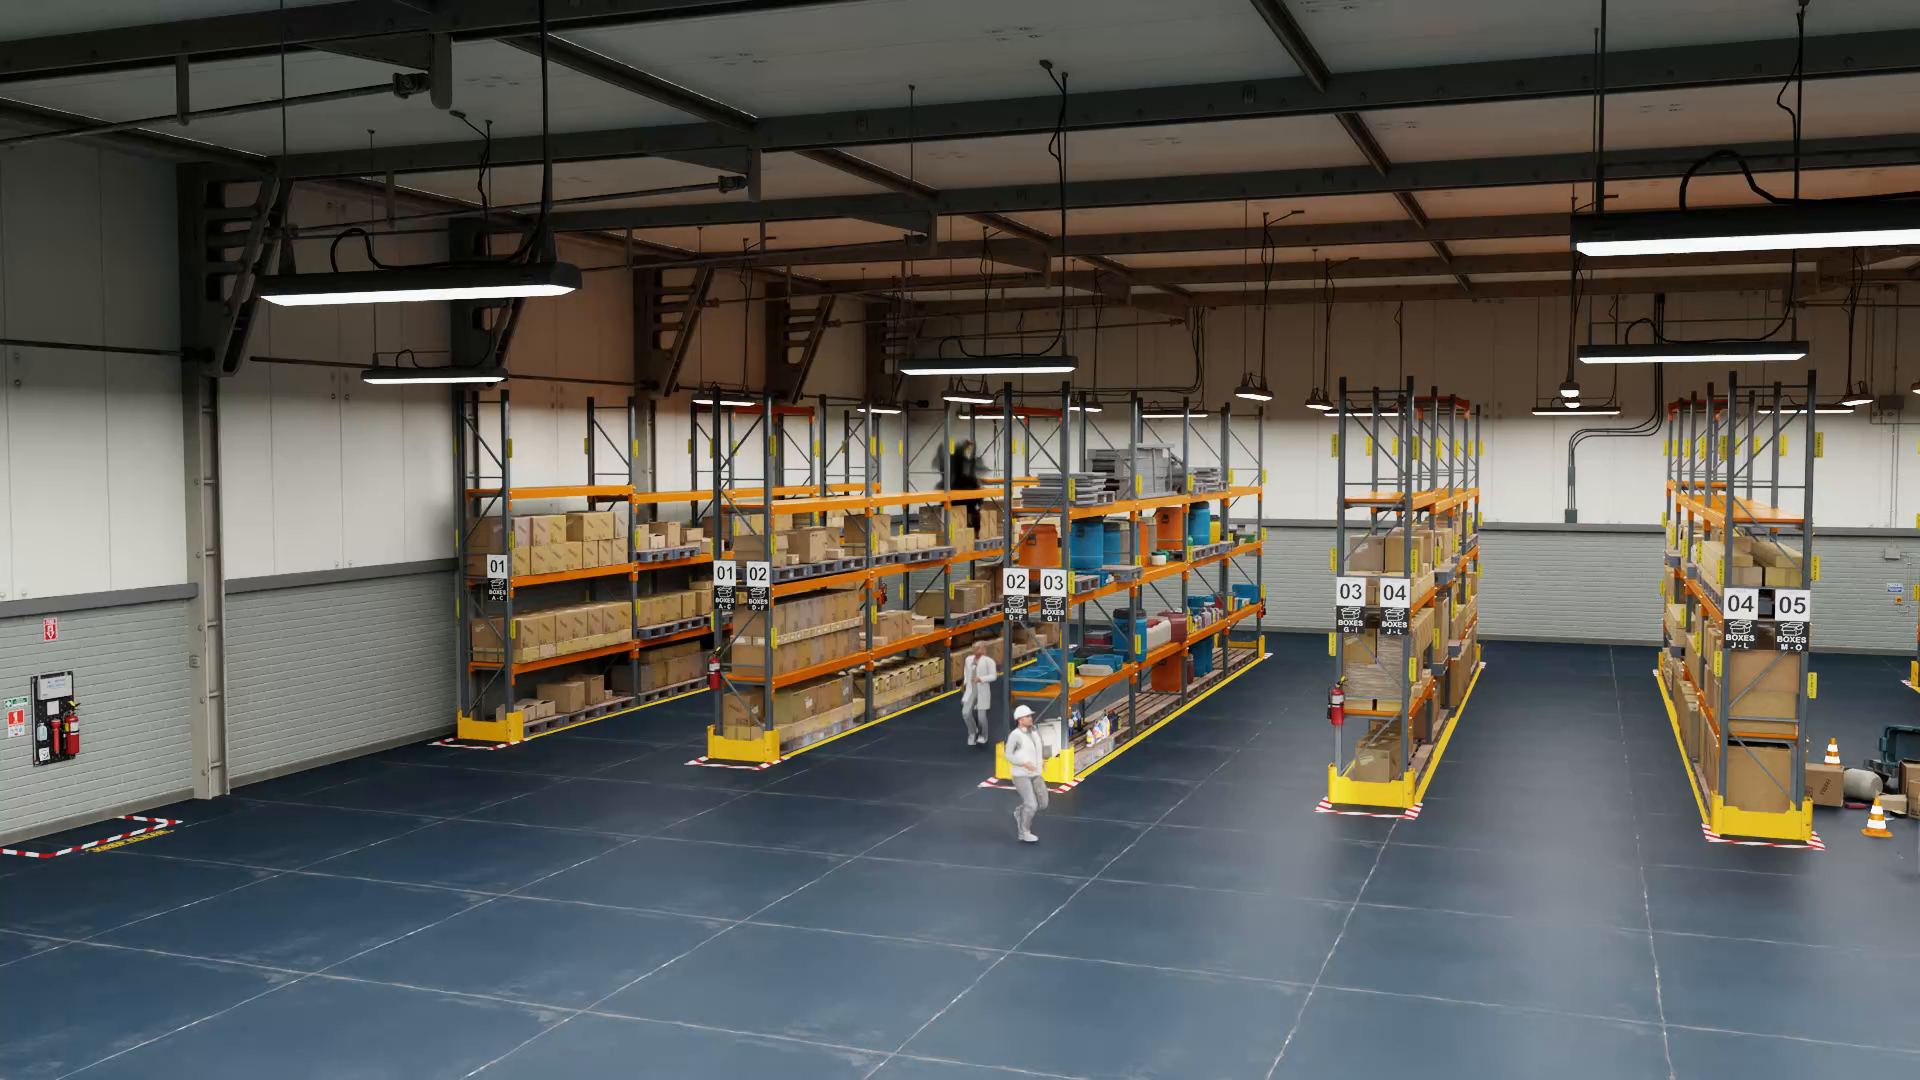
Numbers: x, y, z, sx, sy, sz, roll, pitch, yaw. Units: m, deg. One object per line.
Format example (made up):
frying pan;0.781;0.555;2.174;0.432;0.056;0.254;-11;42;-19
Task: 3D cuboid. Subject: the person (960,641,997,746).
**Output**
person;0.297;2.580;27.869;0.684;1.765;0.724;1;3;23

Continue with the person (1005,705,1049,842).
person;0.858;2.971;21.183;0.604;1.722;0.655;3;4;43
